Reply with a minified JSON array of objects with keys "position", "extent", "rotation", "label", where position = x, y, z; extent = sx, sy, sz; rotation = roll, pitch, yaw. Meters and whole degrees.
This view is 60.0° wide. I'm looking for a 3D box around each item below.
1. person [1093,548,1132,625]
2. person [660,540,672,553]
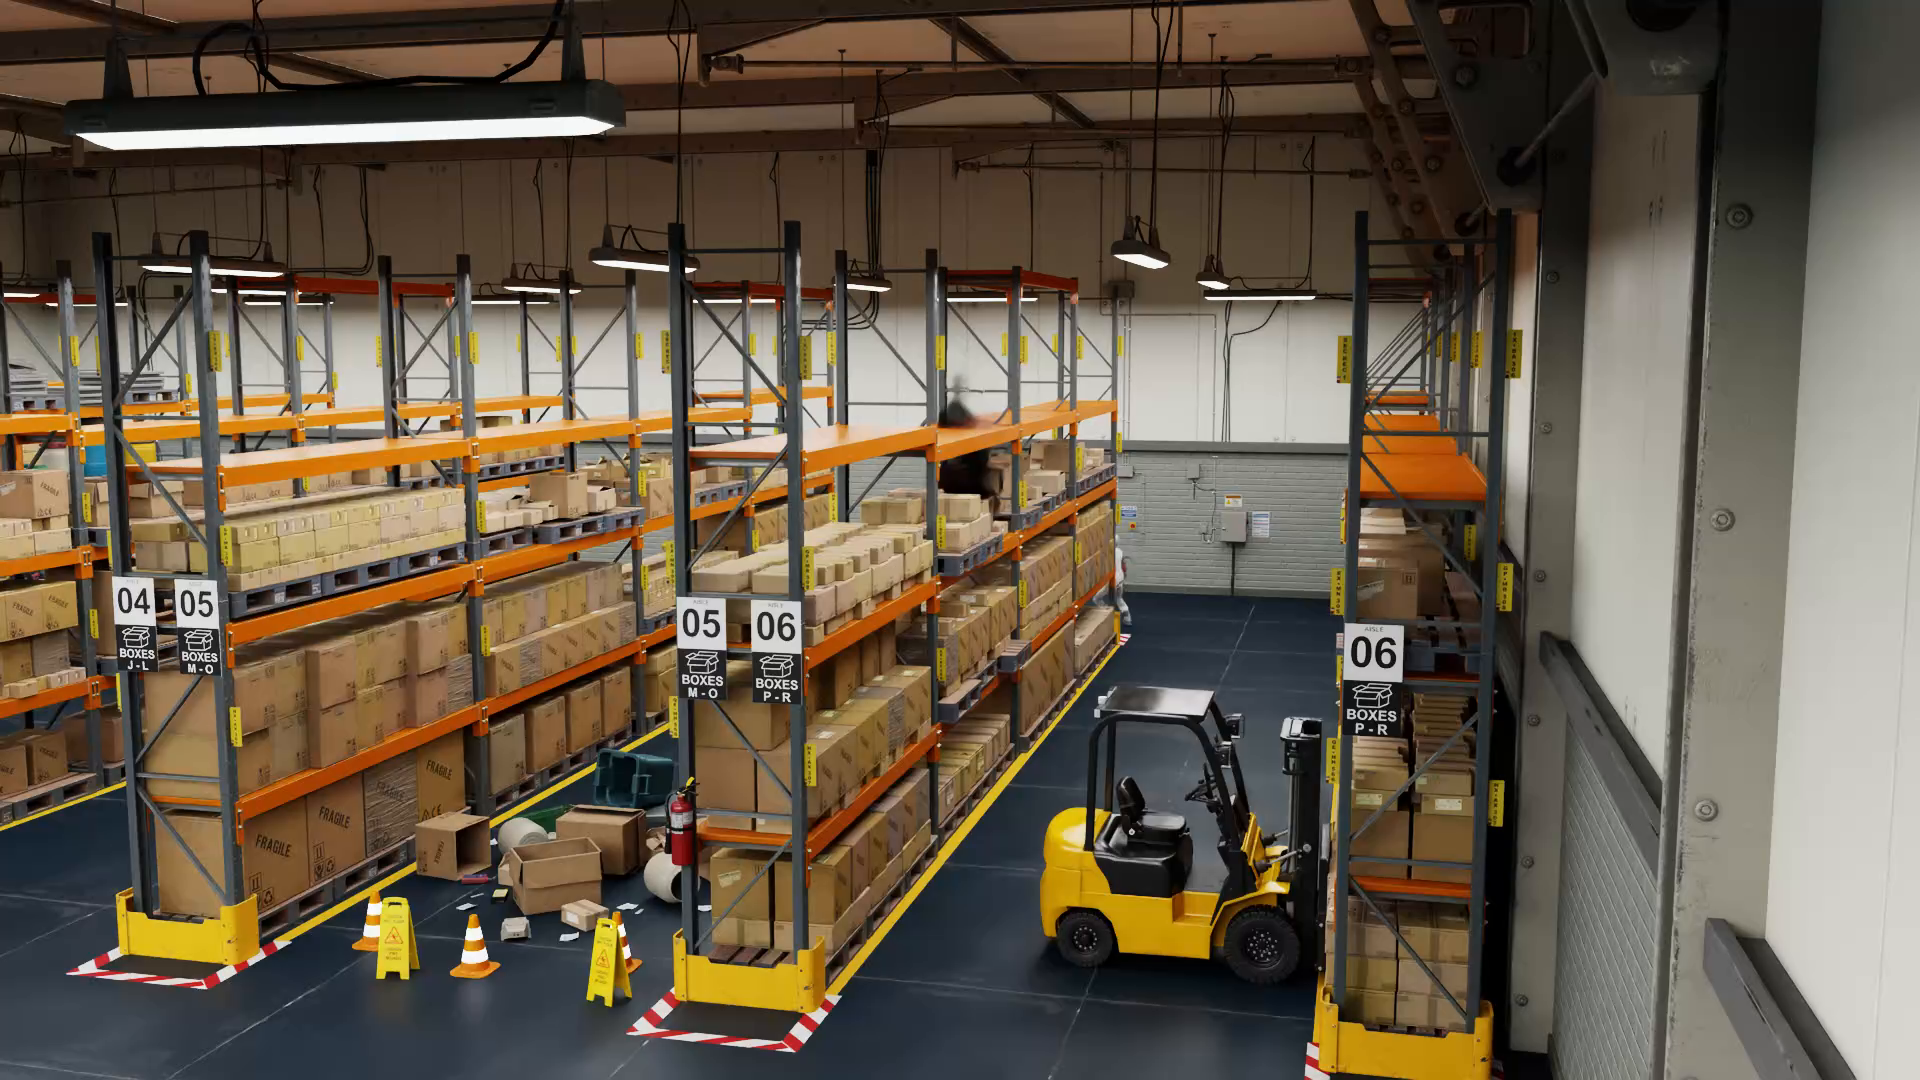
[{"position":[2.687,0.719,29.611],"extent":[0.569,1.726,0.945],"rotation":[6,9,40],"label":"person"},{"position":[-4.870,0.855,28.174],"extent":[0.713,1.731,0.844],"rotation":[3,8,26],"label":"person"}]
